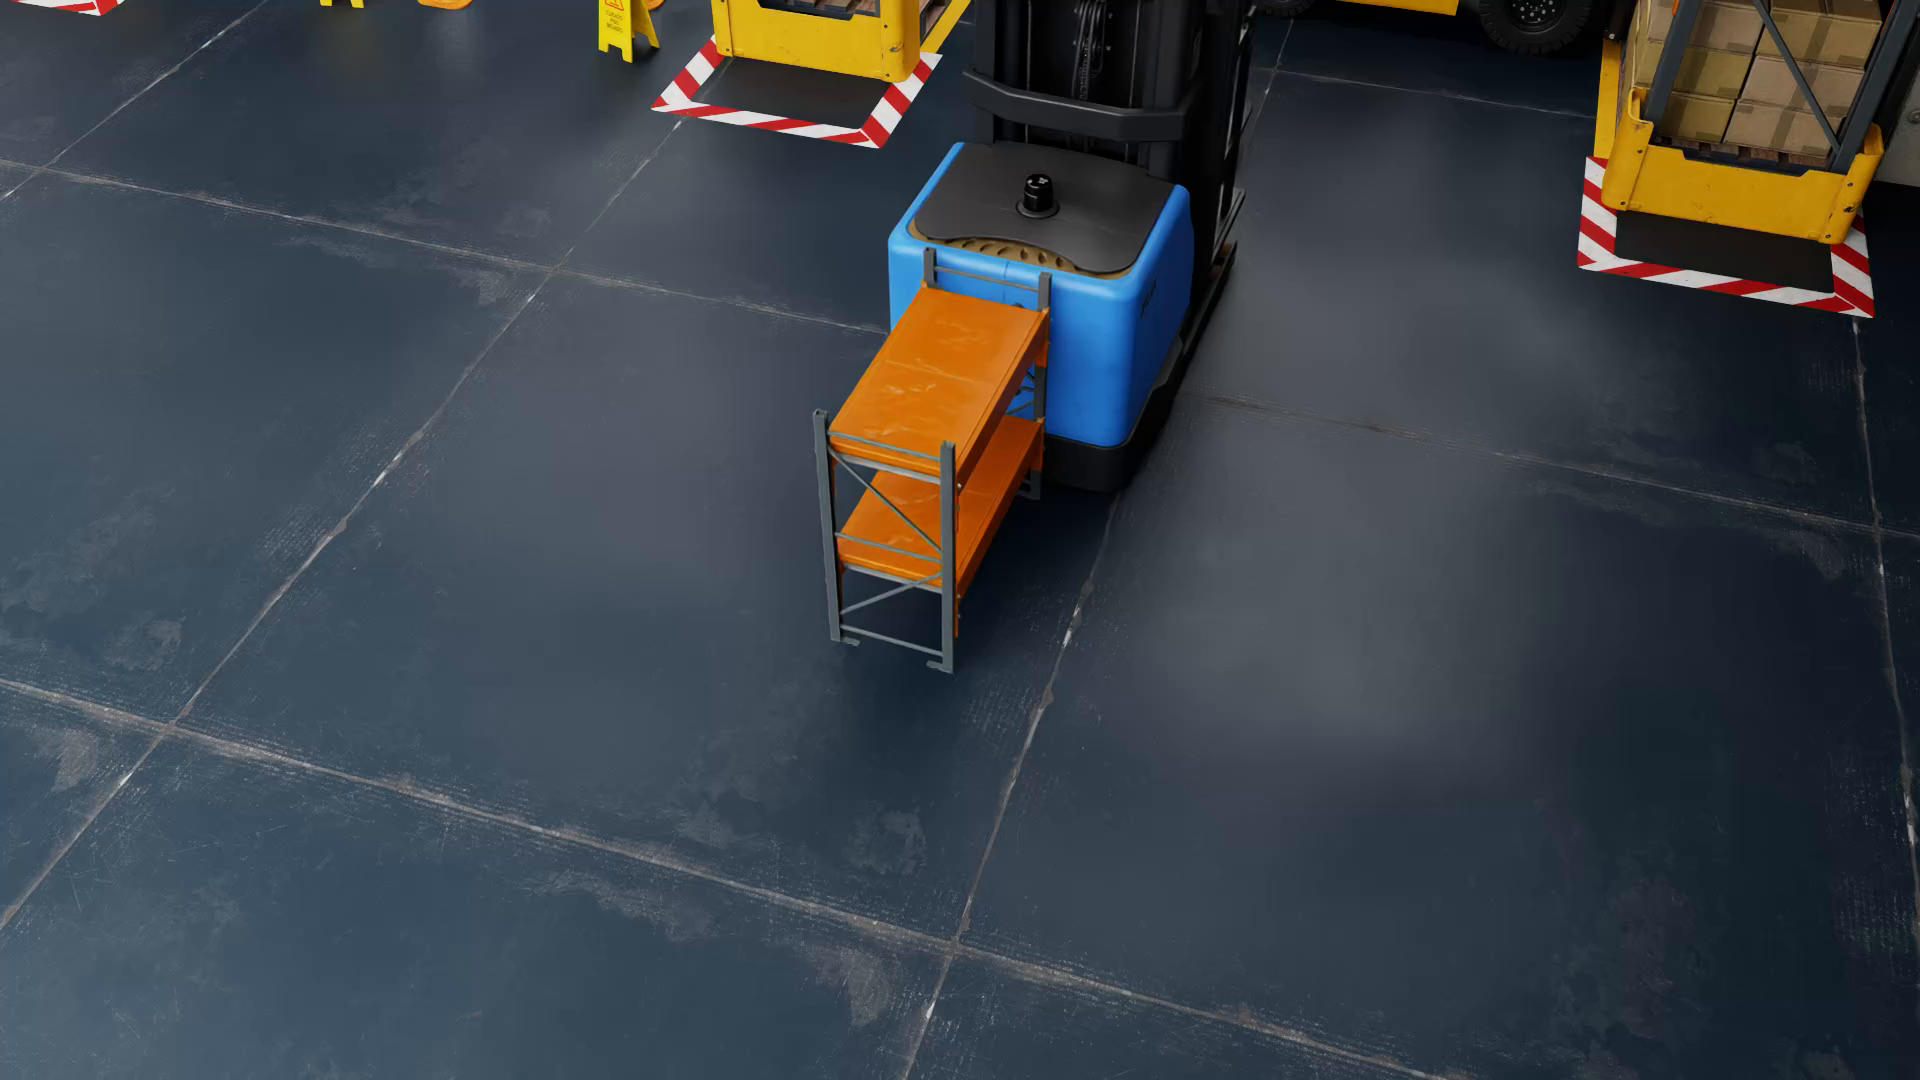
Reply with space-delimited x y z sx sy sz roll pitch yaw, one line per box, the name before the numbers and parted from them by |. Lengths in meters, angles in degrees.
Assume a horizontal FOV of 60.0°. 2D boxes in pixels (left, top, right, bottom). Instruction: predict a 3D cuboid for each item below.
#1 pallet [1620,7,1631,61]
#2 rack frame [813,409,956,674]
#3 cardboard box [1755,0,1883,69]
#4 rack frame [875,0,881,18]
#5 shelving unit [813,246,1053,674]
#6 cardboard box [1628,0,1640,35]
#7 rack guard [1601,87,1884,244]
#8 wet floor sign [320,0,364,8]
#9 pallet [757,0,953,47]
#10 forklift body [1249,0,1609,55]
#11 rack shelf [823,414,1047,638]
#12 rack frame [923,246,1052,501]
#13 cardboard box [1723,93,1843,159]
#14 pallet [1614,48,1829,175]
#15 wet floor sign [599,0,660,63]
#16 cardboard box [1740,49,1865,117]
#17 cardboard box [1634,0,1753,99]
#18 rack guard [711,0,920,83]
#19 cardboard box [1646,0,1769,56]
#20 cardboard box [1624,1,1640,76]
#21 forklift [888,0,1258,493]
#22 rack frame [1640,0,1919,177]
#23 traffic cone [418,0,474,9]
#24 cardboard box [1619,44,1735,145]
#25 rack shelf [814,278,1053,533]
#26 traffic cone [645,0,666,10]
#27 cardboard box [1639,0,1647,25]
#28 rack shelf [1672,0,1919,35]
pallet | 4.451 -3.113 9.780 1.003 0.211 1.213 13 46 13
rack frame | -0.254 0.031 5.914 0.500 1.125 0.032 15 46 14
cardboard box | 4.213 -2.586 8.198 0.500 0.250 0.500 12 46 12
rack frame | -0.844 -3.829 8.519 1.000 3.000 0.127 13 46 13
shelving unit | -0.076 -0.302 6.254 0.538 1.125 1.048 15 46 14
cardboard box | 4.048 -2.989 9.326 0.500 0.250 0.500 13 46 13
rack guard | 3.880 -1.871 8.305 1.175 0.500 0.348 13 46 13
wet floor sign | -3.714 -3.530 9.896 0.267 0.644 0.232 5 45 5
pallet | -0.541 -3.417 10.091 1.003 0.211 1.213 13 46 13
forklift body | 2.723 -4.128 9.430 2.313 2.155 1.214 13 46 13
rack shelf | -0.076 -0.127 6.425 0.538 0.278 1.000 15 46 14
rack frame | 0.101 -0.635 6.595 0.500 1.125 0.032 15 46 14
cardboard box | 4.223 -2.234 8.554 0.500 0.250 0.500 13 46 13
pallet | 4.079 -2.303 8.952 1.003 0.211 1.213 13 46 13
wet floor sign | -1.921 -3.088 9.444 0.267 0.644 0.232 28 51 26
cardboard box | 4.228 -2.396 8.362 0.500 0.250 0.500 13 46 13
cardboard box | 3.737 -2.517 8.486 0.500 0.250 0.500 12 46 12
rack guard | -0.821 -2.987 9.445 1.175 0.500 0.348 13 46 13
cardboard box | 3.730 -2.678 8.293 0.500 0.250 0.500 14 46 14
cardboard box | 3.888 -2.658 8.987 0.500 0.250 0.500 13 46 12
forklift | 0.695 -2.289 6.993 1.130 2.935 3.031 15 46 14
rack frame | 3.888 -2.781 7.447 1.000 3.000 0.127 13 46 13
traffic cone | -3.104 -3.491 9.987 0.336 0.463 0.334 13 46 13
cardboard box | 3.729 -2.328 8.650 0.500 0.250 0.500 13 46 13
rack shelf | -0.076 -0.511 6.050 0.538 0.278 1.000 15 46 14
traffic cone | -1.943 -3.483 9.978 0.336 0.463 0.334 13 46 13
cardboard box | 3.899 -2.849 8.825 0.500 0.250 0.500 12 46 12
rack shelf | 4.493 -3.857 9.061 1.077 0.370 4.000 13 46 13
